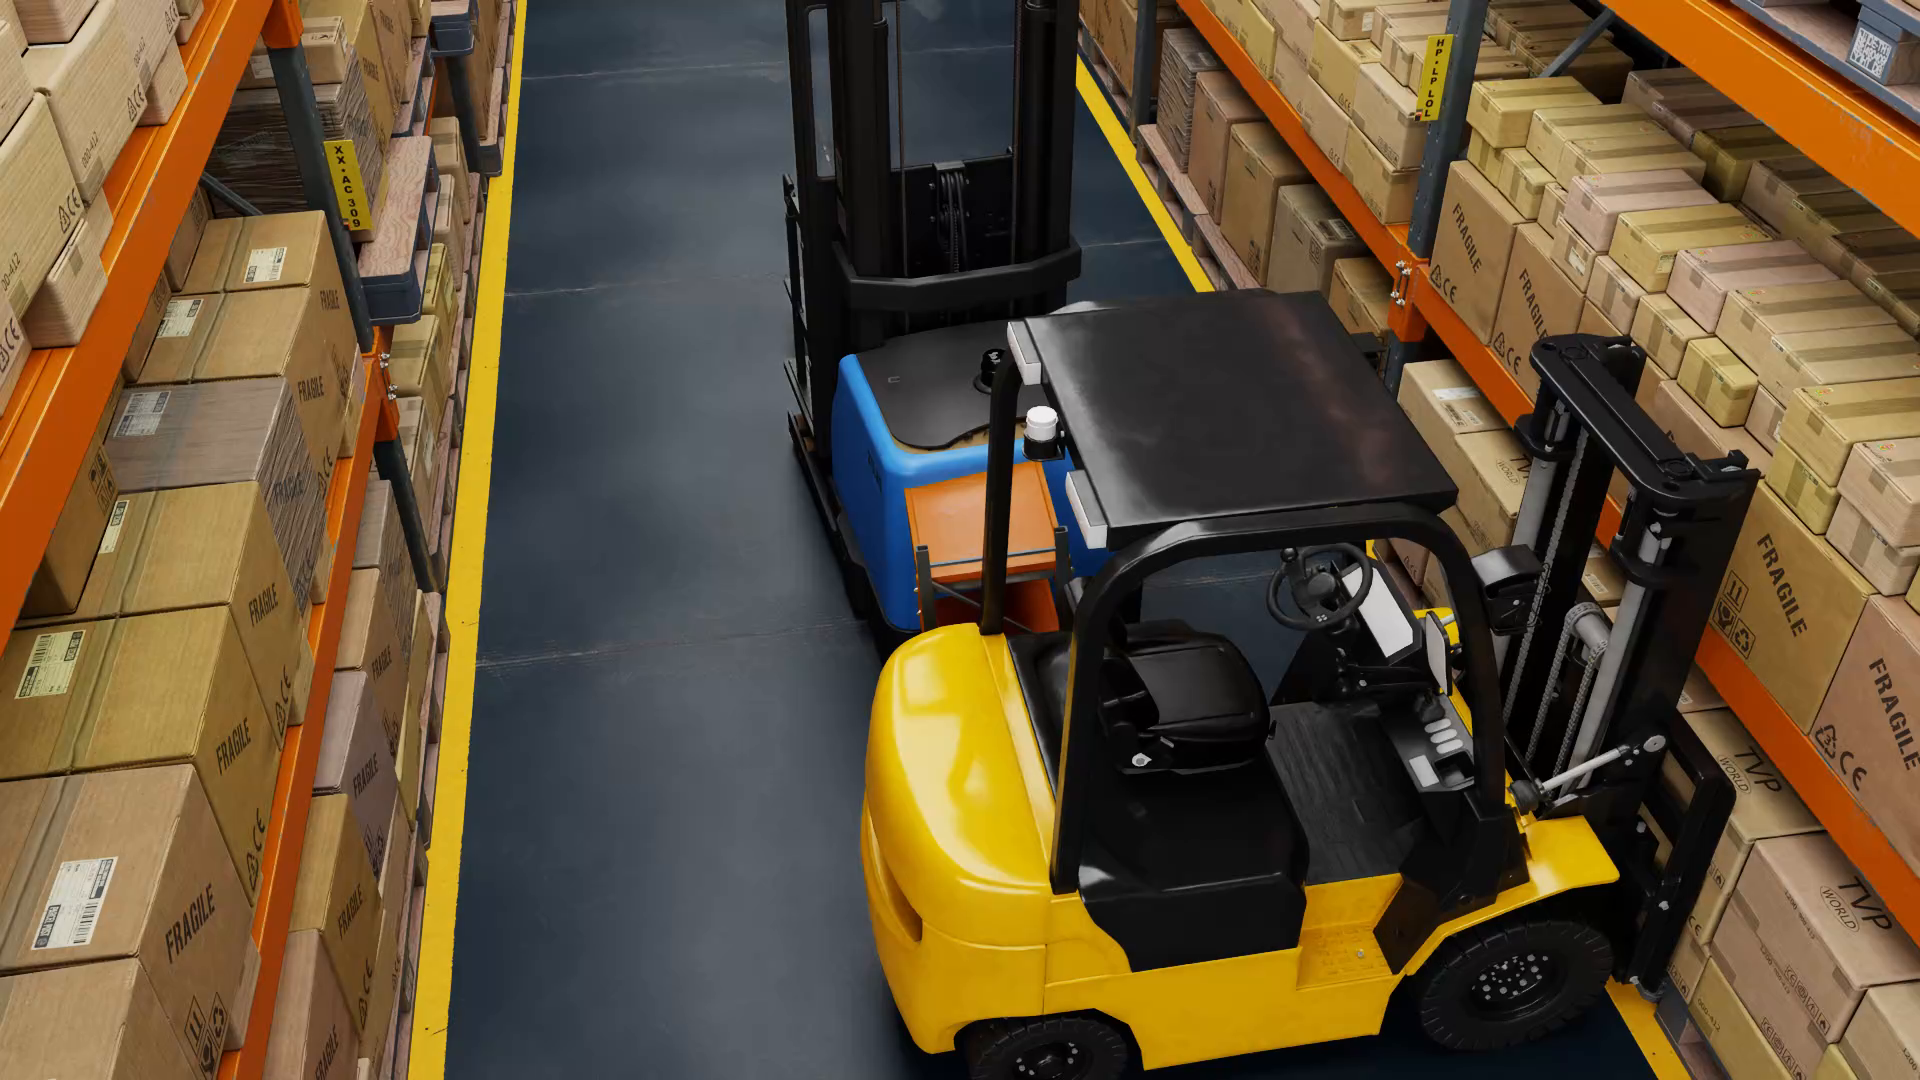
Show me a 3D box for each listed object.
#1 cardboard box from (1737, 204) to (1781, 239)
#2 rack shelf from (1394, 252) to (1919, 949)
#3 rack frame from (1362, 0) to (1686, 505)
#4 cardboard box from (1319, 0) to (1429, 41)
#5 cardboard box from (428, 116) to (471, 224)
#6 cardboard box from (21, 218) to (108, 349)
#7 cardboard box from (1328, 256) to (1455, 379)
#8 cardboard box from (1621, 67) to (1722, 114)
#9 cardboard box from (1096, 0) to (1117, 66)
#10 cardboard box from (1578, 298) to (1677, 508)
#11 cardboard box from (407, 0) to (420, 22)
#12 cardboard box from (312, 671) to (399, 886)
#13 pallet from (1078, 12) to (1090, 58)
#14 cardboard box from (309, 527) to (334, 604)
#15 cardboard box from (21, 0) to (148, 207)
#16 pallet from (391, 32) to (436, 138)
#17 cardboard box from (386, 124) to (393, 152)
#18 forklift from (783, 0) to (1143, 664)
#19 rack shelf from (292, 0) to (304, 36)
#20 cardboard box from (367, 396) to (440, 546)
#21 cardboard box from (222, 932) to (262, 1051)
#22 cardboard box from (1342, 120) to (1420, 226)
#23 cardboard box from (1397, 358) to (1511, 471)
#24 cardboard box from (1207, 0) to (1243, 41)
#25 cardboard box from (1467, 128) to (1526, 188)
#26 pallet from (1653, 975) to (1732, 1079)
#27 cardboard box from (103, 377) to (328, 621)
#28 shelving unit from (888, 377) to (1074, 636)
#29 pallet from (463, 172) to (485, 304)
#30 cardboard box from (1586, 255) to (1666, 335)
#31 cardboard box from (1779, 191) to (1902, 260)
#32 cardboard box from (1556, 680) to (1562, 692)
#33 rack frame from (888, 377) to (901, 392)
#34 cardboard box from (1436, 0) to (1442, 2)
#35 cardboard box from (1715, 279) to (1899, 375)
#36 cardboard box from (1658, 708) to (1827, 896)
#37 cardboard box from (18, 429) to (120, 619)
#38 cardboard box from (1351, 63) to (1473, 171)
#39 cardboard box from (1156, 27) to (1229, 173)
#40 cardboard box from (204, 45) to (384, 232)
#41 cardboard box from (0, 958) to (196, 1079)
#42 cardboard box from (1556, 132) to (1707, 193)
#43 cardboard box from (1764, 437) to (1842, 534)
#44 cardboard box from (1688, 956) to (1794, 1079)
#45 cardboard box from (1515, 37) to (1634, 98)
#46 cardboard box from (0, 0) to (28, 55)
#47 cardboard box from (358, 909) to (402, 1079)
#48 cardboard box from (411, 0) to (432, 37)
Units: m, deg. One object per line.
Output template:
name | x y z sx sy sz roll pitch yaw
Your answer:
cardboard box | 2.783 -1.002 5.484 0.380 0.149 0.250 -6 38 -8
rack shelf | 2.625 0.159 5.187 1.077 0.370 4.000 -6 38 -8
rack frame | 2.274 -1.333 6.521 1.000 3.000 0.127 -6 38 -8
cardboard box | 1.765 -2.263 7.108 0.380 0.149 0.250 -7 38 -9
cardboard box | -3.224 -1.999 9.177 0.950 0.372 0.625 -9 39 -11
cardboard box | -1.880 -0.481 3.185 0.380 0.149 0.250 -6 38 -7
cardboard box | 2.172 -0.875 7.525 0.875 0.625 0.625 -5 38 -6
cardboard box | 2.628 -1.586 5.994 0.380 0.149 0.250 -6 38 -8
cardboard box | 1.210 -3.463 10.958 0.500 0.500 0.500 -7 38 -9
cardboard box | 2.292 -0.458 5.313 0.500 0.500 0.500 -7 38 -8
cardboard box | -2.769 -2.675 7.582 0.500 0.500 0.500 -9 39 -11
cardboard box | -2.063 0.771 5.101 0.500 0.500 0.500 -4 38 -6
pallet | 1.269 -3.838 12.018 1.003 0.211 1.213 -6 38 -8
cardboard box | -2.074 0.077 4.911 0.380 0.149 0.250 -7 38 -9
cardboard box | -2.001 -0.882 3.375 0.500 0.250 0.500 -5 38 -7
pallet | -2.926 -1.946 7.466 1.003 0.211 1.213 -6 38 -8
cardboard box | -2.562 -1.706 6.863 0.380 0.149 0.250 -6 38 -7
forklift | -0.172 -1.528 6.828 1.130 2.935 3.031 -10 39 -13
rack shelf | -2.963 -2.905 6.686 1.077 0.370 4.000 -6 38 -8
cardboard box | -2.706 -0.242 6.915 0.950 0.372 0.625 -6 38 -7
cardboard box | -1.791 1.013 3.706 0.380 0.149 0.250 -6 38 -7
cardboard box | 1.928 -1.550 6.922 0.500 0.250 0.500 -5 38 -7
cardboard box | 2.050 -0.482 6.509 0.500 0.250 0.500 -7 38 -9
cardboard box | 1.590 -2.781 8.507 0.500 0.250 0.500 -7 38 -9
cardboard box | 2.071 -1.408 6.007 0.380 0.149 0.250 -7 38 -9
pallet | 2.800 1.727 4.855 1.003 0.211 1.213 -6 38 -8
cardboard box | -2.097 -0.089 4.596 0.500 0.500 0.500 -5 38 -7
shelving unit | 0.083 0.123 6.143 0.538 1.125 1.048 -8 39 -3
pallet | -3.178 -1.640 9.188 1.003 0.211 1.213 -6 38 -8
cardboard box | 2.206 -0.782 5.201 0.380 0.149 0.250 -7 38 -8
cardboard box | 2.822 -0.968 5.198 0.380 0.149 0.250 -7 38 -9
cardboard box | 2.310 0.629 5.487 0.500 0.250 0.500 -6 38 -8
rack frame | 0.023 -0.188 6.540 0.500 1.125 0.032 -8 39 -3
cardboard box | 2.301 -2.488 7.397 0.380 0.149 0.250 -6 38 -8
cardboard box | 2.403 -0.603 4.729 0.380 0.149 0.250 -6 38 -8
cardboard box | 2.394 0.752 4.921 0.500 0.250 0.500 -6 38 -7
cardboard box | -2.438 -0.137 3.843 0.700 0.500 0.500 -6 38 -8
cardboard box | 1.936 -1.740 6.760 0.500 0.250 0.500 -7 38 -9
cardboard box | 1.669 -2.599 9.744 0.875 0.625 0.625 -5 38 -7
cardboard box | -2.412 -1.434 5.984 0.500 0.500 0.500 -5 38 -7
cardboard box | -1.721 1.146 3.006 0.500 0.500 0.500 -7 38 -9
cardboard box | 2.226 -1.220 5.523 0.380 0.149 0.250 -7 38 -9
cardboard box | 2.390 -0.164 4.406 0.380 0.149 0.250 -6 38 -8
cardboard box | 2.504 1.452 4.835 0.500 0.250 0.500 -6 38 -8
cardboard box | 2.424 -1.864 6.594 0.380 0.149 0.250 -7 38 -9
cardboard box | -2.008 -0.940 3.125 0.380 0.149 0.250 -5 38 -7
cardboard box | -1.970 1.385 4.921 0.500 0.250 0.500 -4 38 -5
cardboard box | -2.719 -2.488 7.870 0.380 0.149 0.250 -6 38 -7
